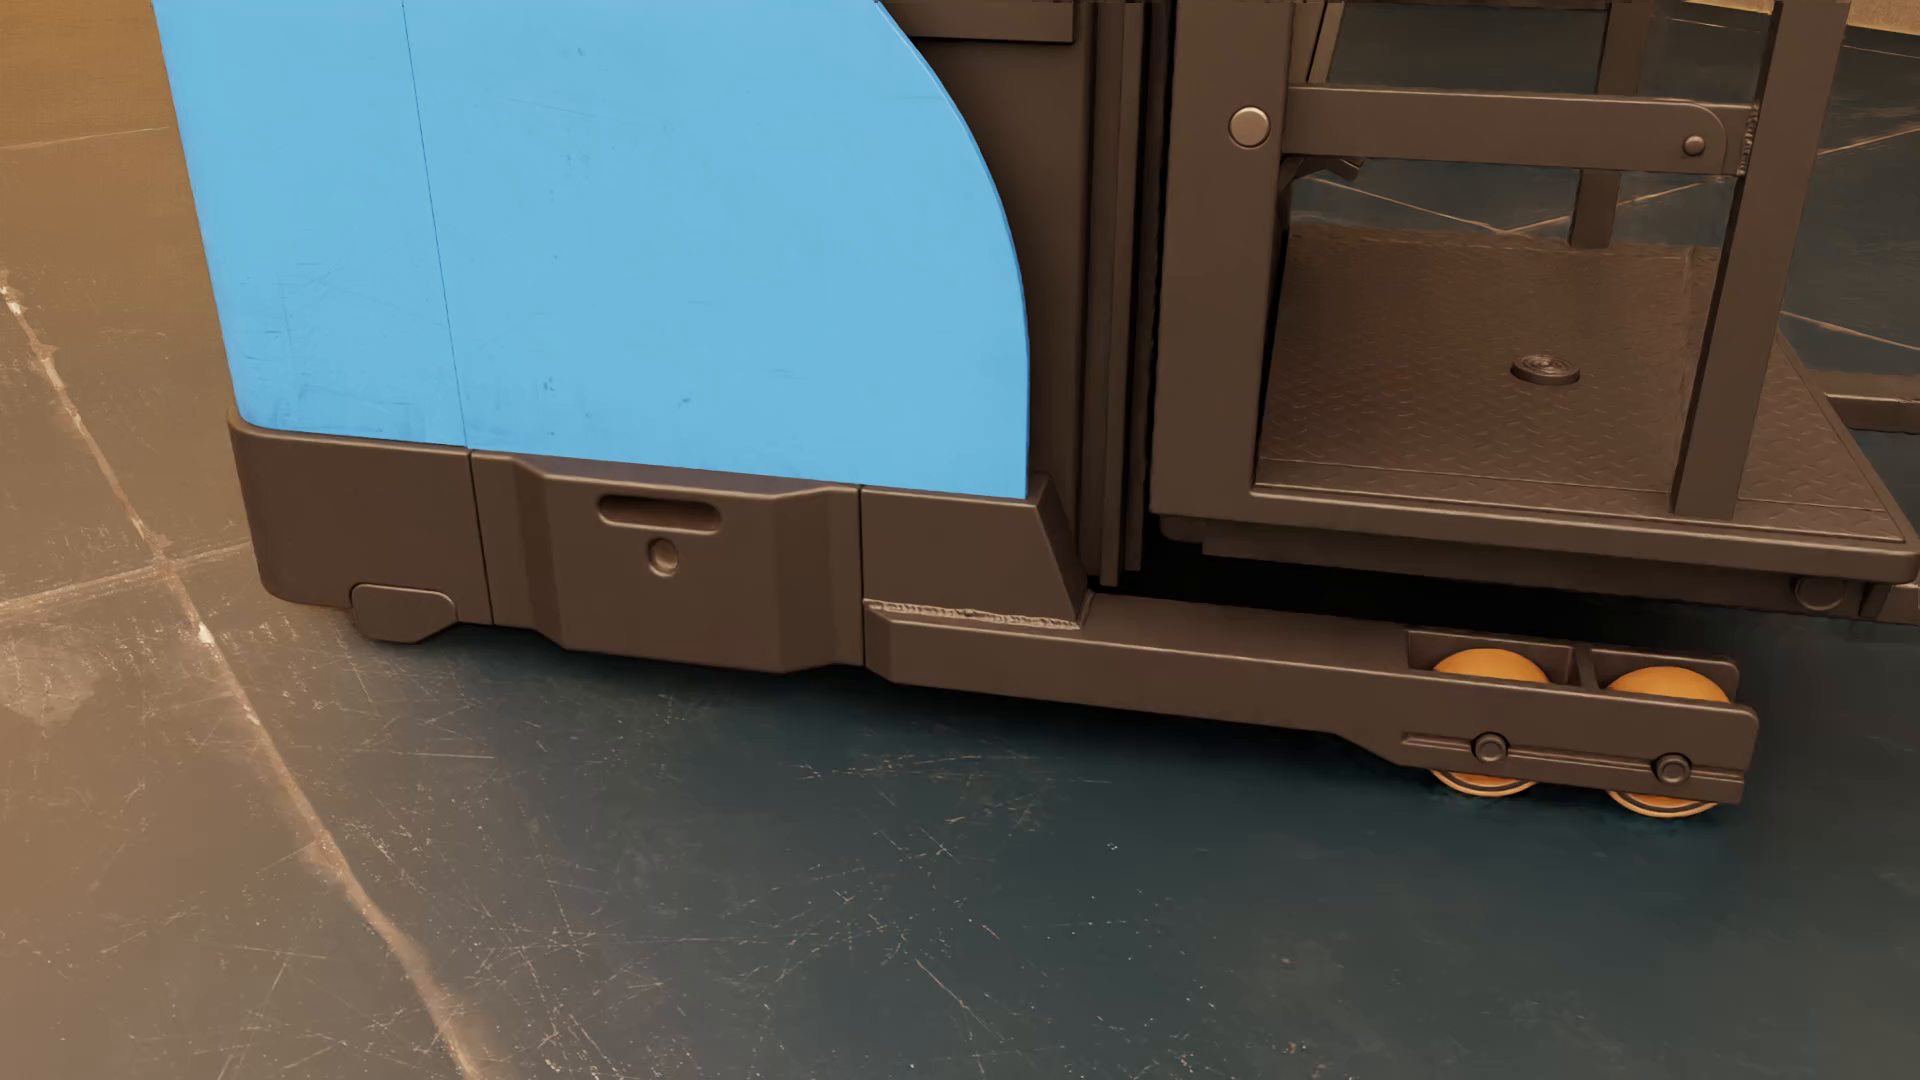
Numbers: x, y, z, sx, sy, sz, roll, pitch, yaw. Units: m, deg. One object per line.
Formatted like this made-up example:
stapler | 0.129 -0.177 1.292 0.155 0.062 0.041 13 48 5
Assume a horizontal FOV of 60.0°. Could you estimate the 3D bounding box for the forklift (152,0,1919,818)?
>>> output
forklift | 0.625 -1.258 1.740 3.031 2.935 1.130 6 27 11
